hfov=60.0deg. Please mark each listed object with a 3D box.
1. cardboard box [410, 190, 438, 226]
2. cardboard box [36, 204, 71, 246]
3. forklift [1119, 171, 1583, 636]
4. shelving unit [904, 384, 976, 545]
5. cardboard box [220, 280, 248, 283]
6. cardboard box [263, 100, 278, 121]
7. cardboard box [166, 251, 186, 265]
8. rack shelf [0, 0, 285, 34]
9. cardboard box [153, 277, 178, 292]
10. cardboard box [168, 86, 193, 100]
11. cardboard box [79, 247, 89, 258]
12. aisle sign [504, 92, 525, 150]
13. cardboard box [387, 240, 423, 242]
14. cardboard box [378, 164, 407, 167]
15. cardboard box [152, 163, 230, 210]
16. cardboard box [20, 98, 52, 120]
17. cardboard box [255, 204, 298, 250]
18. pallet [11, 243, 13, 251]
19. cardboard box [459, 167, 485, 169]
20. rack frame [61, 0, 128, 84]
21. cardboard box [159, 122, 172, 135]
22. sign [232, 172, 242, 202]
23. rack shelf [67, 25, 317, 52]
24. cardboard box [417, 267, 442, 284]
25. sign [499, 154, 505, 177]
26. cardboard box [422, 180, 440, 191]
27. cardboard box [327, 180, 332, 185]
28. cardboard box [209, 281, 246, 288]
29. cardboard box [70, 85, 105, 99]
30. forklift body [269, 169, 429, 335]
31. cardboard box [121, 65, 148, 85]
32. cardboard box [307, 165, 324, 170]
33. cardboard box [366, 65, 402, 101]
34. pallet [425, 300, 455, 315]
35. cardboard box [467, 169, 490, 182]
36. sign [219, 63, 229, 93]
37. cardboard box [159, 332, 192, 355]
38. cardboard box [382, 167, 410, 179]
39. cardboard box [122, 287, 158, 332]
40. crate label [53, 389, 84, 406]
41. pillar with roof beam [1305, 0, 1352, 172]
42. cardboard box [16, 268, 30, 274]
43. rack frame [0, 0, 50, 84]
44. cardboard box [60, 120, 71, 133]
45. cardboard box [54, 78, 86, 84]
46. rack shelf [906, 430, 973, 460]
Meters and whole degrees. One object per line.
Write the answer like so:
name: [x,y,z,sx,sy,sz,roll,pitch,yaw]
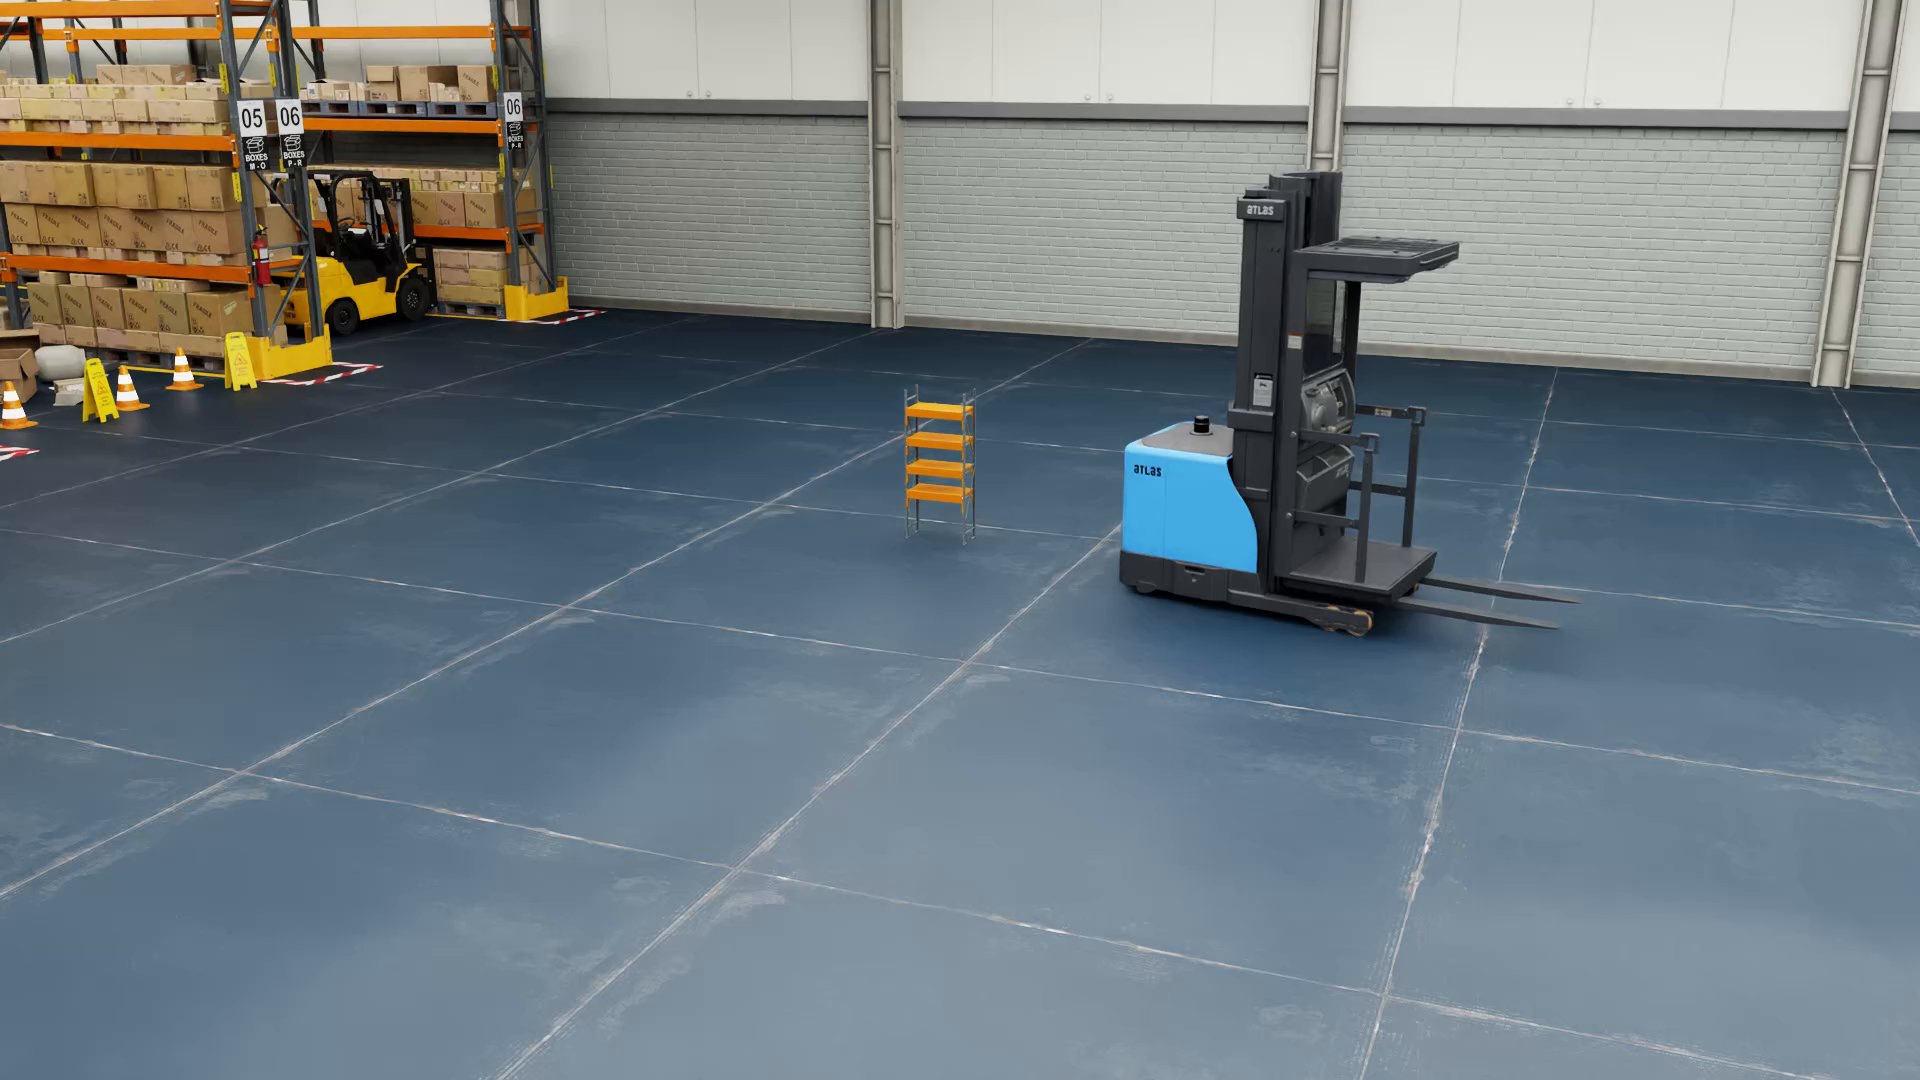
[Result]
cardboard box: [-7.795,-4.923,24.573,0.500,0.500,0.500,6,17,20]
cardboard box: [-11.041,-3.935,20.635,0.500,0.500,0.500,6,17,20]
forklift: [2.662,-0.940,11.153,3.031,2.935,1.130,10,19,31]
shelving unit: [-0.154,-0.593,13.065,0.503,1.200,0.258,6,17,21]
cardboard box: [-11.214,-4.388,26.413,0.625,0.625,0.875,6,17,20]
cardboard box: [-8.472,-5.130,19.818,0.500,0.250,0.500,6,17,20]
cardboard box: [-9.286,-3.407,19.981,0.250,0.149,0.380,7,17,22]
rack shelf: [-9.963,-6.236,19.811,4.000,0.370,1.077,6,17,21]
cardboard box: [-9.542,-3.112,20.181,0.250,0.149,0.380,7,17,22]
cardboard box: [-8.995,-5.216,19.401,0.250,0.149,0.380,6,17,20]
cardboard box: [-10.659,-3.586,20.595,0.250,0.149,0.380,6,17,20]
aisle sign: [-6.331,-5.951,23.629,0.004,0.787,0.394,6,17,21]
cardboard box: [-8.534,-4.453,25.516,0.500,0.250,0.500,6,17,21]
cardboard box: [-8.639,-5.642,25.350,0.250,0.149,0.380,6,17,20]
cardboard box: [-9.126,-4.218,19.817,0.500,0.500,0.700,6,17,21]
cardboard box: [-11.031,-5.252,20.239,0.500,0.250,0.500,6,17,20]
cardboard box: [-8.441,-3.809,20.201,0.500,0.500,0.500,6,17,20]
pallet: [-12.481,-3.931,21.677,1.213,0.211,1.003,6,17,21]
cardboard box: [-7.225,-5.466,24.744,0.250,0.149,0.380,6,17,21]
rack frame: [-13.727,-8.485,26.260,0.127,3.000,1.000,6,17,21]
cardboard box: [-9.226,-4.878,19.665,0.250,0.149,0.380,6,17,21]
sign: [-8.325,-4.064,19.147,0.005,0.325,0.100,6,17,21]
rack shelf: [-11.866,-7.743,25.711,4.000,0.370,1.077,6,17,21]
cardboard box: [-7.803,-3.977,24.774,0.500,0.250,0.500,6,17,19]
sign: [-6.497,-5.316,23.603,0.005,0.325,0.100,6,17,21]
cardboard box: [-7.670,-5.212,24.404,0.250,0.149,0.380,6,17,19]
cardboard box: [-9.311,-5.408,25.078,0.250,0.149,0.380,6,17,21]
cardboard box: [-9.262,-2.948,20.781,0.500,0.500,0.500,6,17,19]
cardboard box: [-10.418,-5.374,19.944,0.250,0.149,0.380,6,17,20]
forklift body: [-8.718,-4.099,23.434,1.214,2.155,2.313,6,17,21]
cardboard box: [-12.636,-7.179,26.030,0.500,0.500,0.700,6,17,20]
cardboard box: [-9.818,-5.587,25.164,0.250,0.149,0.380,7,17,22]
cardboard box: [-8.232,-6.708,24.401,0.637,0.503,0.797,7,18,22]
pallet: [-8.142,-3.639,25.329,1.213,0.211,1.003,6,17,21]
cardboard box: [-6.936,-5.287,24.128,0.250,0.149,0.380,6,17,21]
sign: [-8.325,-5.222,18.811,0.005,0.325,0.100,6,17,21]
cardboard box: [-9.432,-2.447,20.400,0.500,0.250,0.500,6,17,21]
cardboard box: [-8.352,-5.455,24.708,0.250,0.149,0.380,6,17,21]
cardboard box: [-9.897,-2.859,20.476,0.500,0.500,0.500,6,17,19]
crate label: [-9.821,-1.574,18.350,0.298,0.136,0.250,-2,16,-8]
pillar with roof beam: [2.982,-5.627,16.417,0.400,9.000,9.100,6,17,21]
cardboard box: [-15.638,-4.748,27.877,0.500,0.500,0.500,6,17,19]
rack frame: [-11.823,-6.788,20.415,0.127,3.000,1.000,6,17,21]
cardboard box: [-10.666,-5.027,20.180,0.250,0.149,0.380,6,17,19]
cardboard box: [-14.155,-7.265,26.459,0.250,0.149,0.380,7,18,22]
rack shelf: [-0.154,-0.743,13.021,0.480,0.148,0.258,6,17,21]
